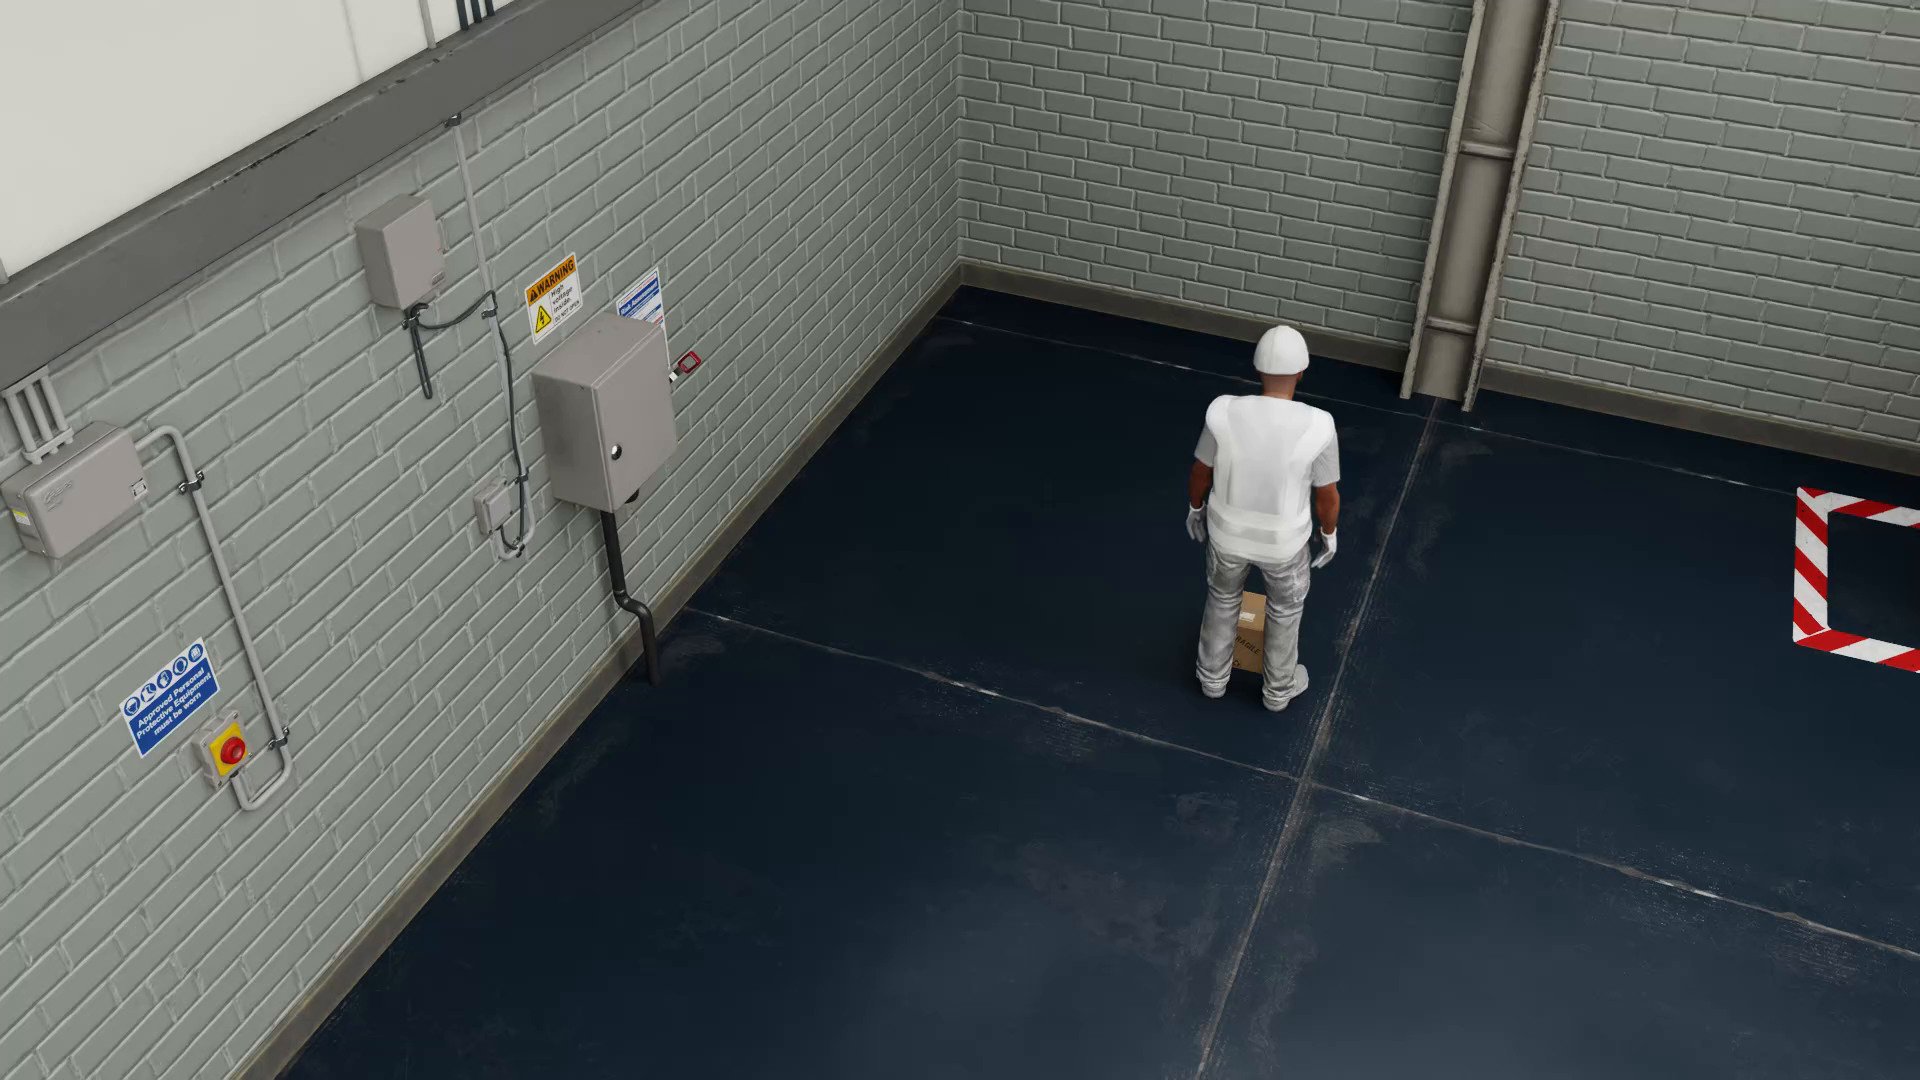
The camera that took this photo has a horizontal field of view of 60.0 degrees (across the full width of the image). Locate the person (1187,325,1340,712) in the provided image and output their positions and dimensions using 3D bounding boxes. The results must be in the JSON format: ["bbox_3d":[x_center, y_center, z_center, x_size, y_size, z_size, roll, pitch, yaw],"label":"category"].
[{"bbox_3d":[1.249,-0.060,6.890,0.629,1.774,0.453,13,39,17],"label":"person"}]
